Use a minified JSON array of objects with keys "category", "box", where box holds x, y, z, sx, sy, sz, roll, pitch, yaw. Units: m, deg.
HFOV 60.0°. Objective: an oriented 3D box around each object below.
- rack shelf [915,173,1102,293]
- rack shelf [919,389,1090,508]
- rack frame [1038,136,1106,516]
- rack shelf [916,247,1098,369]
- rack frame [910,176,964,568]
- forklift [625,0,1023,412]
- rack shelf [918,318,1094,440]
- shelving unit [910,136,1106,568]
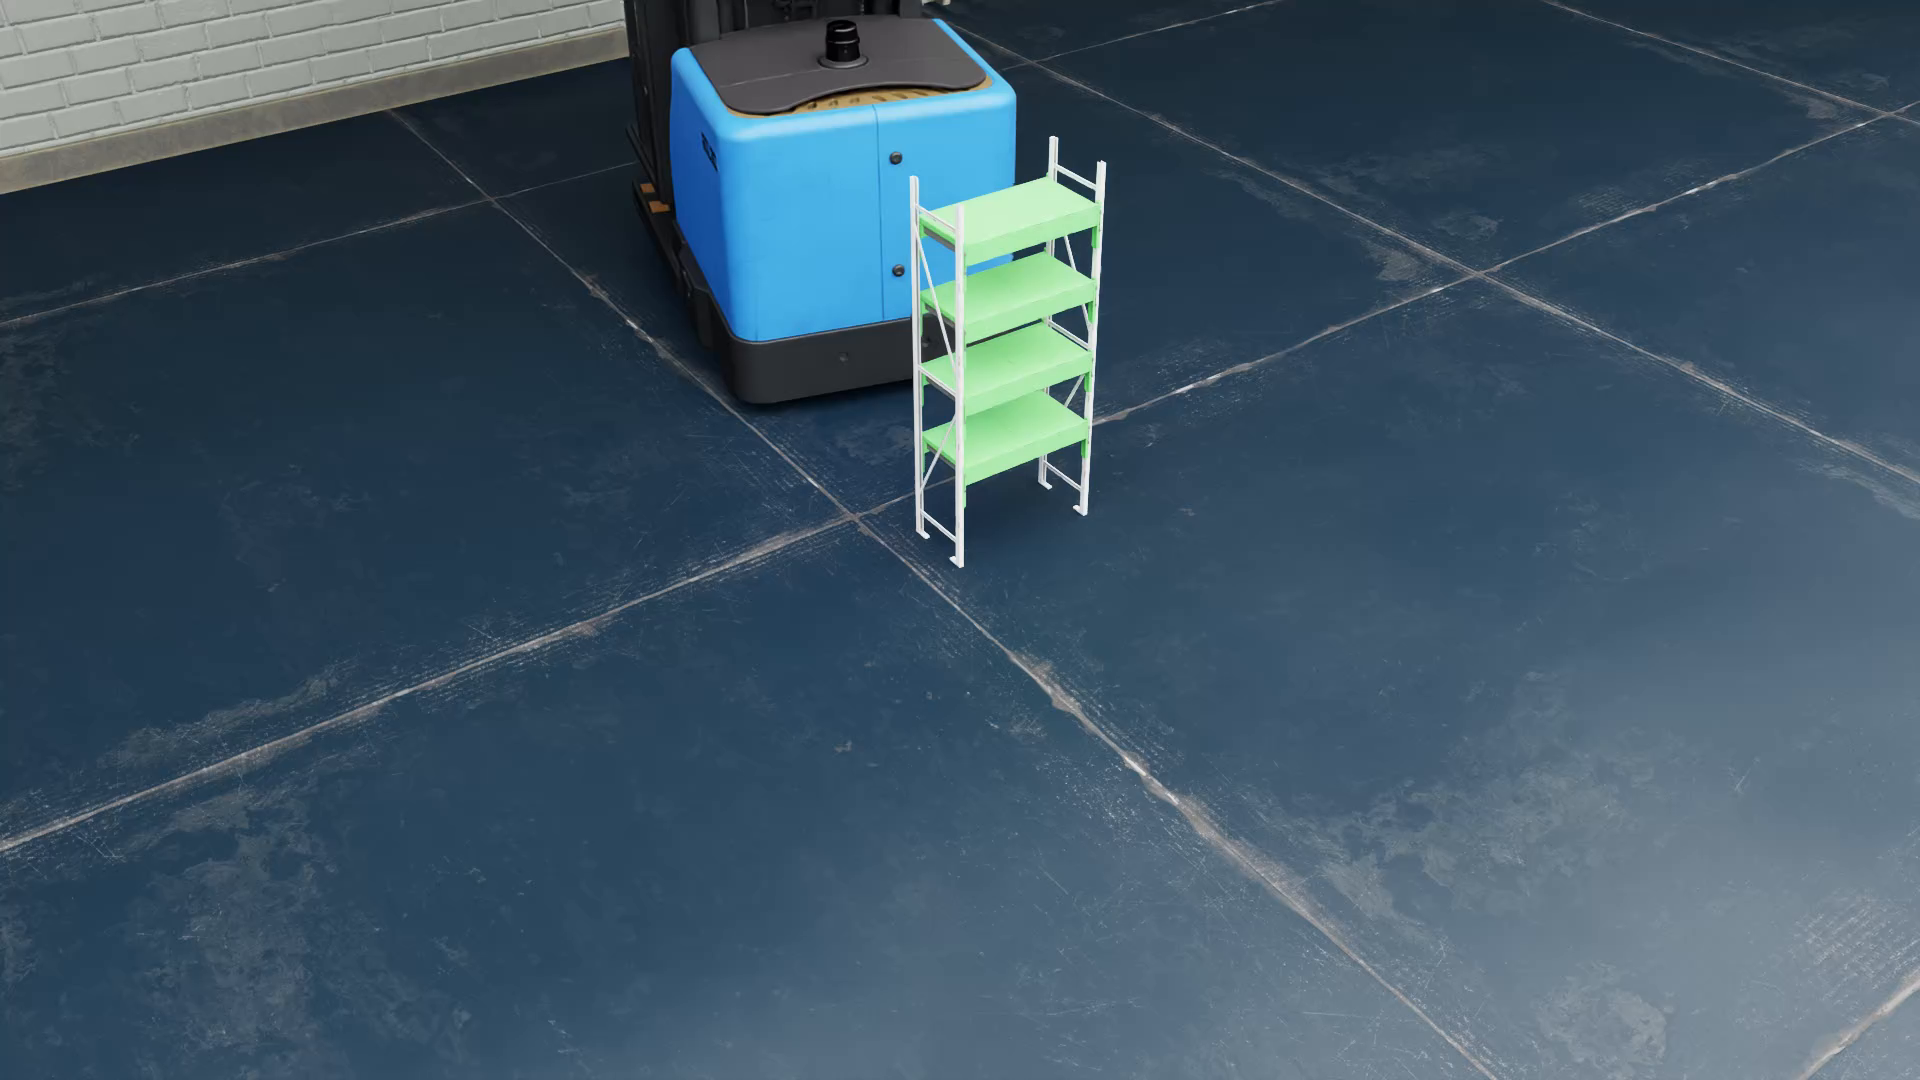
[{"category":"rack shelf","box":[0.135,-0.881,4.734,0.480,0.148,0.258,-22,41,-28]},{"category":"rack shelf","box":[0.135,-0.296,5.155,0.480,0.148,0.258,-22,41,-28]},{"category":"rack frame","box":[0.335,-0.625,5.091,0.015,1.200,0.240,-22,41,-28]},{"category":"rack shelf","box":[0.135,-0.686,4.874,0.480,0.148,0.258,-22,41,-28]},{"category":"rack frame","box":[-0.064,-0.461,4.863,0.015,1.200,0.240,-22,41,-28]},{"category":"forklift","box":[-0.745,-2.490,6.201,1.130,2.935,3.031,-12,37,-16]},{"category":"rack shelf","box":[0.135,-0.491,5.014,0.480,0.148,0.258,-22,41,-28]},{"category":"shelving unit","box":[0.135,-0.543,4.977,0.503,1.200,0.258,-22,41,-28]}]
